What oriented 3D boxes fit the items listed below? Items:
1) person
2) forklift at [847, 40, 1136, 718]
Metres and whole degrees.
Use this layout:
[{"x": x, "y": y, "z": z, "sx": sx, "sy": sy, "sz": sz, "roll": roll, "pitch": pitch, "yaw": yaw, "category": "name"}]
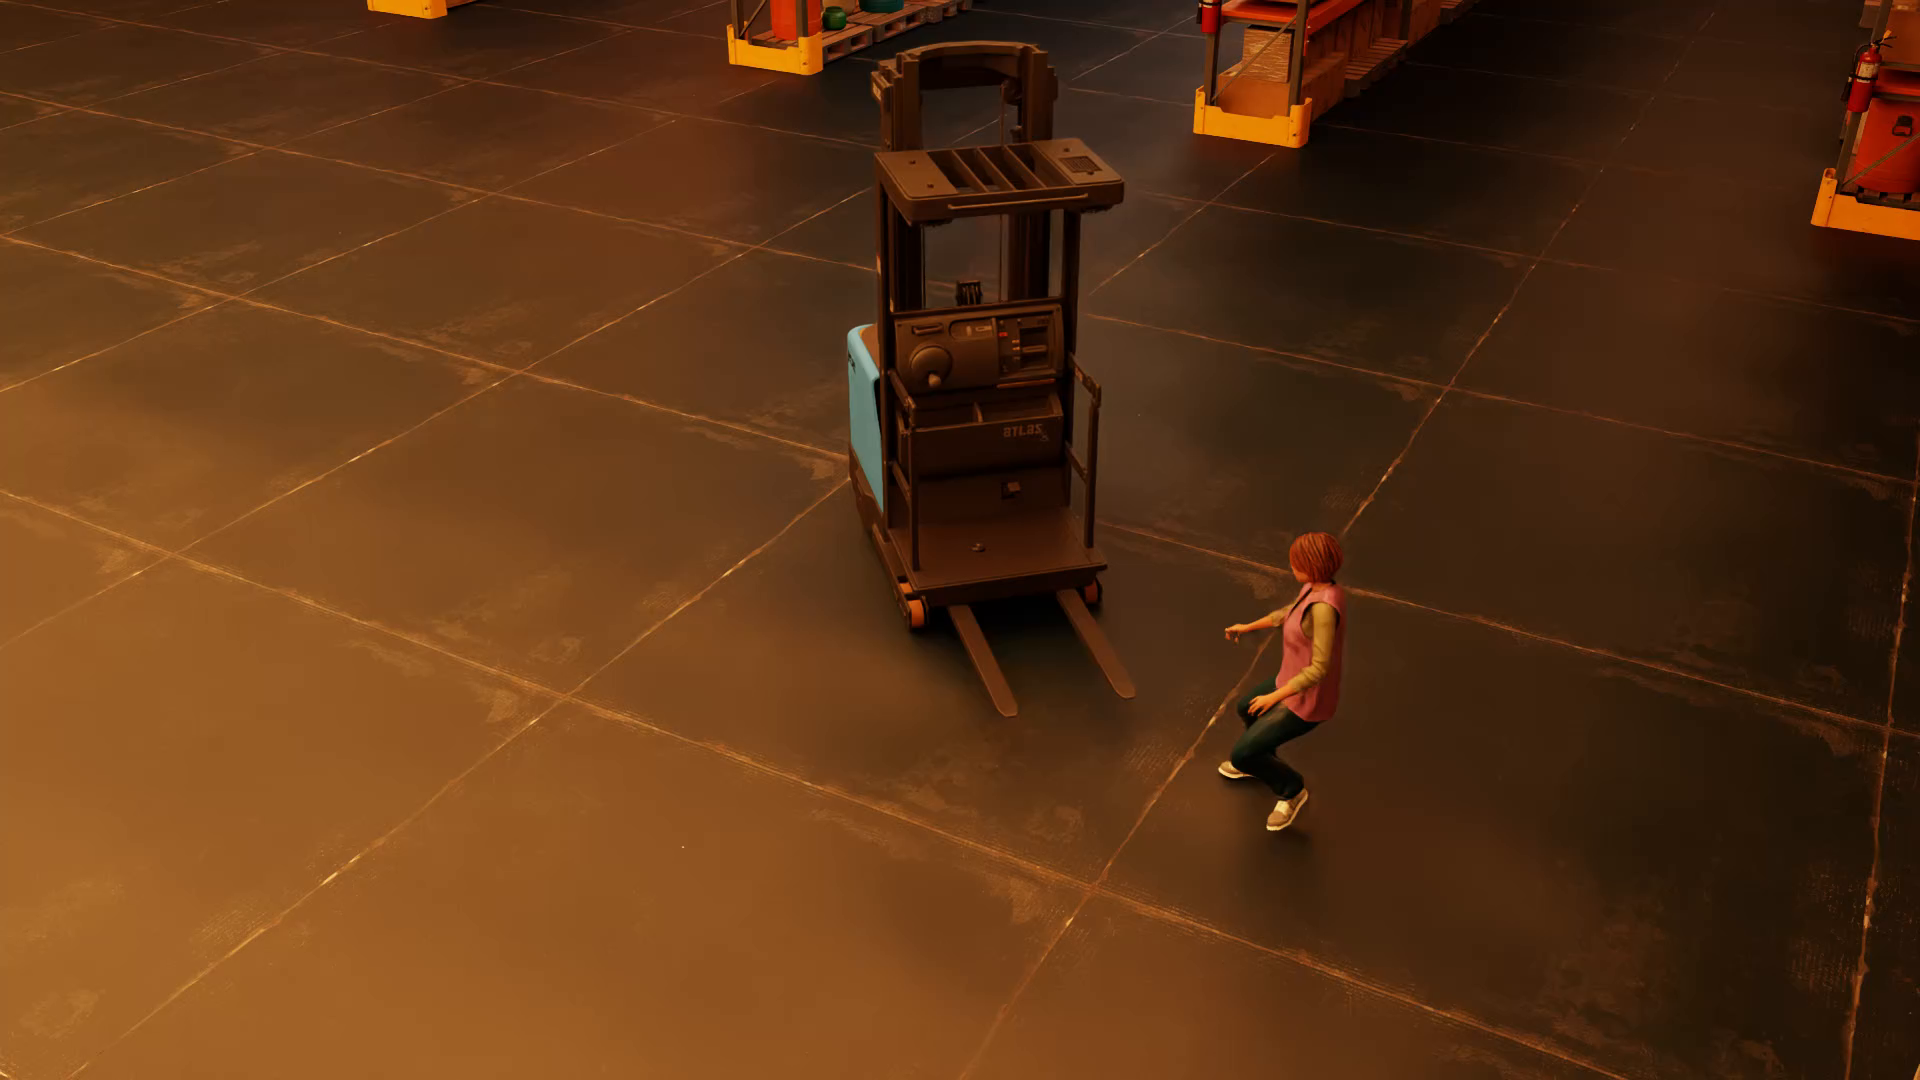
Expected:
[{"x": 1.432, "y": 0.621, "z": 7.448, "sx": 0.511, "sy": 1.467, "sz": 0.705, "roll": 5, "pitch": 30, "yaw": 9, "category": "person"}, {"x": 0.165, "y": -0.991, "z": 8.787, "sx": 1.130, "sy": 2.935, "sz": 3.031, "roll": -7, "pitch": 31, "yaw": -13, "category": "forklift"}]
